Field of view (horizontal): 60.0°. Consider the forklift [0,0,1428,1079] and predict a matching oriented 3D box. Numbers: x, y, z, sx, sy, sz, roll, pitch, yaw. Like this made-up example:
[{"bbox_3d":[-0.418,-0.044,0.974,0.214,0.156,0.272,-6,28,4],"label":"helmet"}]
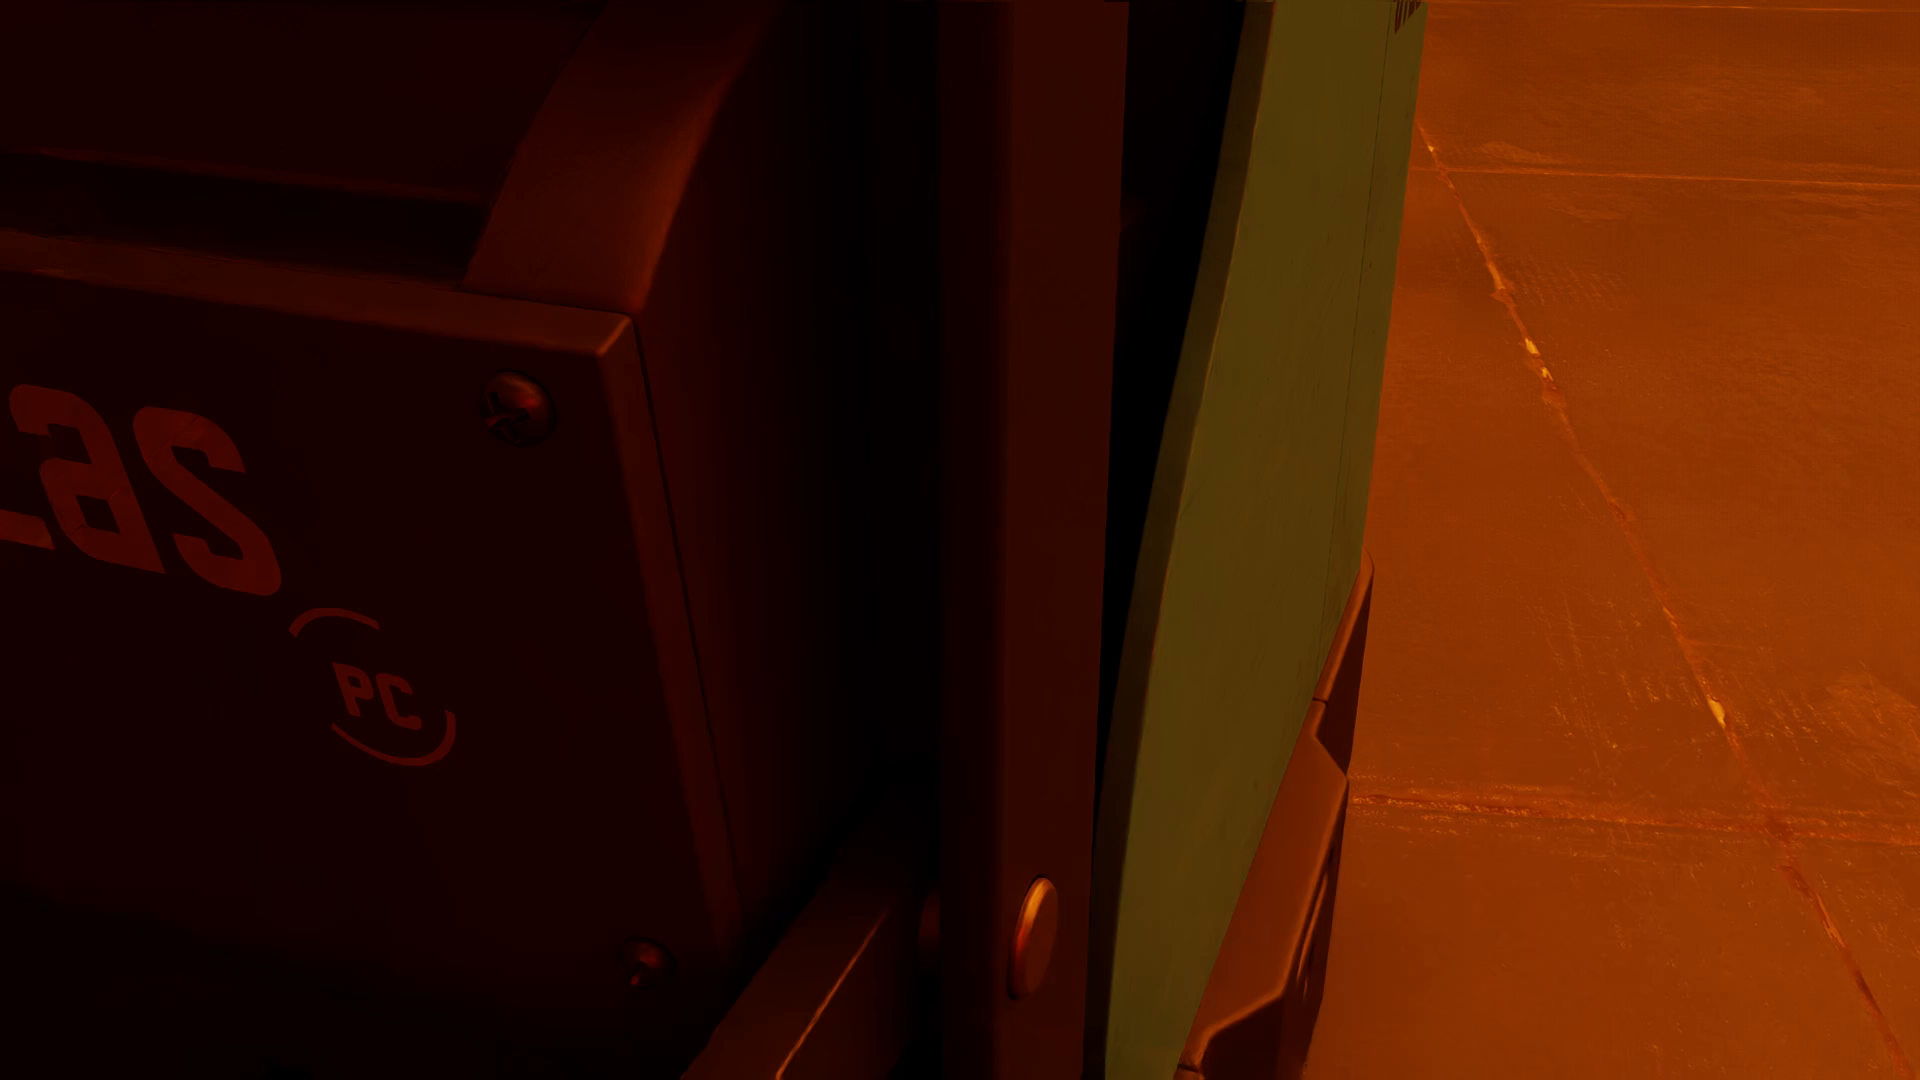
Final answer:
[{"bbox_3d":[-0.565,-0.497,0.213,1.130,2.935,3.031,10,28,19],"label":"forklift"}]
